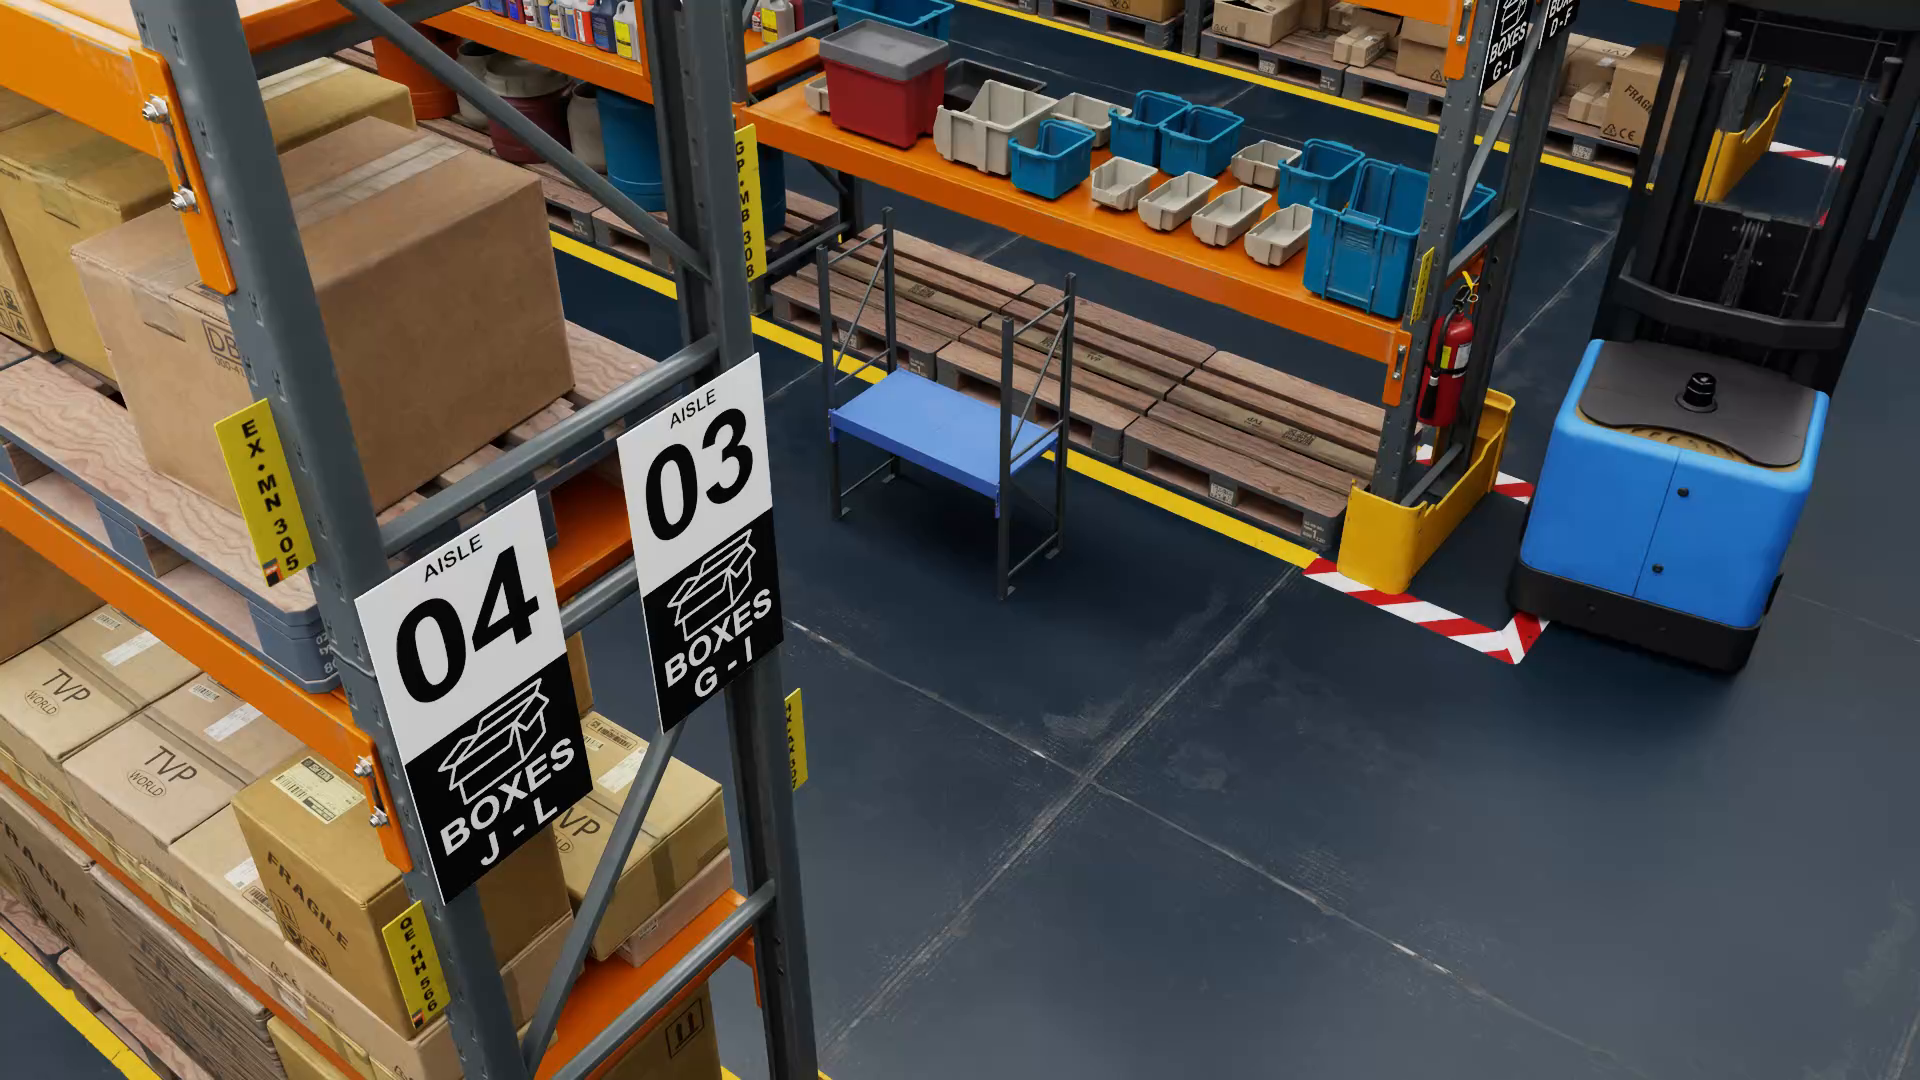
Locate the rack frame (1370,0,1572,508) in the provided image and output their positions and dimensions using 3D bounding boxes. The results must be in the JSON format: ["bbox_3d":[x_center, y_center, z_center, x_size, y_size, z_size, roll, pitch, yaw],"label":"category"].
[{"bbox_3d":[2.235,-1.260,7.287,0.127,3.000,1.000,25,45,29],"label":"rack frame"}]

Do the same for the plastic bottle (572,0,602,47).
[{"bbox_3d":[-2.142,-3.024,9.641,0.135,0.276,0.152,25,45,29],"label":"plastic bottle"}]

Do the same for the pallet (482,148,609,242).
[{"bbox_3d":[-2.503,-2.426,11.039,1.213,0.211,1.003,25,45,29],"label":"pallet"}]

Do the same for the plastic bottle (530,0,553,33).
[{"bbox_3d":[-2.434,-3.162,9.816,0.135,0.276,0.152,25,45,29],"label":"plastic bottle"}]

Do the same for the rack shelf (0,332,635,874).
[{"bbox_3d":[-2.363,-0.482,4.443,4.000,0.370,1.077,25,45,29],"label":"rack shelf"}]

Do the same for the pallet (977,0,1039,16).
[{"bbox_3d":[0.428,-4.827,14.105,1.213,0.211,1.003,25,45,29],"label":"pallet"}]

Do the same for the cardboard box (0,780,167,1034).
[{"bbox_3d":[-2.761,0.962,5.832,0.875,0.875,0.875,25,45,29],"label":"cardboard box"}]

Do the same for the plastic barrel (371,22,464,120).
[{"bbox_3d":[-3.721,-3.392,11.430,0.708,0.830,0.600,25,45,29],"label":"plastic barrel"}]

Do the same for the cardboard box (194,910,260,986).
[{"bbox_3d":[-1.862,1.006,4.596,0.250,0.149,0.380,26,45,29],"label":"cardboard box"}]

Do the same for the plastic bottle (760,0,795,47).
[{"bbox_3d":[-1.057,-3.045,9.606,0.185,0.351,0.144,25,45,29],"label":"plastic bottle"}]

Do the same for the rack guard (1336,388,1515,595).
[{"bbox_3d":[2.262,-0.273,8.054,0.348,0.500,1.175,25,45,29],"label":"rack guard"}]

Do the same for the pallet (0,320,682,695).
[{"bbox_3d":[-1.370,-0.254,3.640,1.213,0.211,1.003,25,45,29],"label":"pallet"}]

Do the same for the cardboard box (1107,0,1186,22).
[{"bbox_3d":[1.504,-4.416,12.988,0.500,0.500,0.500,25,44,28],"label":"cardboard box"}]

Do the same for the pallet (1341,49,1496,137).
[{"bbox_3d":[3.588,-3.370,12.244,1.213,0.211,1.003,25,45,29],"label":"pallet"}]

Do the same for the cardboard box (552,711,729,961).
[{"bbox_3d":[-0.991,0.795,4.542,0.500,0.250,0.500,24,44,27],"label":"cardboard box"}]

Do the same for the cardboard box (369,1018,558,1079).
[{"bbox_3d":[-1.257,1.292,4.231,0.250,0.149,0.380,26,45,29],"label":"cardboard box"}]

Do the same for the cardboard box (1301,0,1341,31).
[{"bbox_3d":[2.695,-4.297,12.837,0.500,0.500,0.500,25,45,29],"label":"cardboard box"}]

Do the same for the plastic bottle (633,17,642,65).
[{"bbox_3d":[-1.742,-2.836,9.400,0.135,0.276,0.152,25,45,29],"label":"plastic bottle"}]

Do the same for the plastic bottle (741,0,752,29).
[{"bbox_3d":[-1.260,-3.175,9.837,0.097,0.271,0.097,0,38,0],"label":"plastic bottle"}]

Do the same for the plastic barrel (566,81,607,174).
[{"bbox_3d":[-2.321,-2.677,10.774,0.421,0.512,0.421,0,38,0],"label":"plastic barrel"}]

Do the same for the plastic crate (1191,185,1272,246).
[{"bbox_3d":[1.256,-1.512,7.774,0.243,0.136,0.396,25,45,29],"label":"plastic crate"}]

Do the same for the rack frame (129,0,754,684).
[{"bbox_3d":[-0.774,-1.197,2.340,0.127,3.000,1.000,25,45,29],"label":"rack frame"}]

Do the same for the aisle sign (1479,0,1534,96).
[{"bbox_3d":[2.114,-2.113,6.268,0.004,0.787,0.394,25,45,29],"label":"aisle sign"}]

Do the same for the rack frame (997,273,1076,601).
[{"bbox_3d":[0.336,-0.432,7.446,0.032,1.500,0.500,25,45,29],"label":"rack frame"}]

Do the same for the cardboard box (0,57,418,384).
[{"bbox_3d":[-1.593,-0.698,3.633,0.500,0.500,0.700,24,44,27],"label":"cardboard box"}]

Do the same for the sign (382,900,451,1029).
[{"bbox_3d":[-1.115,0.876,3.427,0.005,0.325,0.100,25,45,29],"label":"sign"}]

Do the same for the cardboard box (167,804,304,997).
[{"bbox_3d":[-1.723,0.865,4.453,0.500,0.250,0.500,24,44,28],"label":"cardboard box"}]

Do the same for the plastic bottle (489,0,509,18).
[{"bbox_3d":[-2.746,-3.335,9.978,0.185,0.351,0.144,25,45,29],"label":"plastic bottle"}]

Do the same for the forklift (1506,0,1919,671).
[{"bbox_3d":[3.648,-1.477,7.620,1.130,2.935,3.031,18,42,22],"label":"forklift"}]

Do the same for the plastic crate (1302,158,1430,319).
[{"bbox_3d":[1.856,-1.332,7.301,0.499,0.435,0.616,25,45,29],"label":"plastic crate"}]

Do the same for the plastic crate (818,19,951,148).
[{"bbox_3d":[-0.385,-2.350,8.578,0.583,0.464,0.402,25,45,29],"label":"plastic crate"}]

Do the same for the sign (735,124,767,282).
[{"bbox_3d":[-0.432,-0.661,3.315,0.005,0.325,0.100,25,45,29],"label":"sign"}]

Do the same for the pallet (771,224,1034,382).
[{"bbox_3d":[-0.335,-1.404,9.733,1.213,0.211,1.003,25,45,29],"label":"pallet"}]

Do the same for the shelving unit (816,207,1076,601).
[{"bbox_3d":[-0.068,-0.622,7.689,1.048,1.500,0.538,25,45,29],"label":"shelving unit"}]

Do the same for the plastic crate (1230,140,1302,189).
[{"bbox_3d":[1.496,-1.848,8.204,0.298,0.136,0.250,25,45,29],"label":"plastic crate"}]

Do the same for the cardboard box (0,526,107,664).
[{"bbox_3d":[-2.924,-0.001,4.951,0.500,0.500,0.500,24,44,27],"label":"cardboard box"}]

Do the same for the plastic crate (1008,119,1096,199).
[{"bbox_3d":[0.448,-1.862,8.142,0.300,0.233,0.416,25,45,29],"label":"plastic crate"}]

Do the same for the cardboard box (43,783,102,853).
[{"bbox_3d":[-2.471,0.719,4.963,0.250,0.149,0.380,26,45,29],"label":"cardboard box"}]

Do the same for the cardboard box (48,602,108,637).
[{"bbox_3d":[-2.930,0.293,5.184,0.500,0.250,0.500,26,45,30],"label":"cardboard box"}]

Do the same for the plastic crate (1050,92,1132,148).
[{"bbox_3d":[0.624,-2.173,8.618,0.466,0.136,0.293,25,45,29],"label":"plastic crate"}]

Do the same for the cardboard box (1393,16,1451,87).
[{"bbox_3d":[3.565,-3.672,12.035,0.637,0.503,0.797,25,45,29],"label":"cardboard box"}]

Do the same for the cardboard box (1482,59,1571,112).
[{"bbox_3d":[3.929,-3.228,11.675,0.500,0.250,0.500,25,45,29],"label":"cardboard box"}]

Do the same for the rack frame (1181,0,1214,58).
[{"bbox_3d":[2.070,-5.182,12.297,0.127,3.000,1.000,25,45,29],"label":"rack frame"}]

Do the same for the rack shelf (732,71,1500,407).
[{"bbox_3d":[0.646,-1.726,8.466,4.000,0.370,1.077,25,45,29],"label":"rack shelf"}]
